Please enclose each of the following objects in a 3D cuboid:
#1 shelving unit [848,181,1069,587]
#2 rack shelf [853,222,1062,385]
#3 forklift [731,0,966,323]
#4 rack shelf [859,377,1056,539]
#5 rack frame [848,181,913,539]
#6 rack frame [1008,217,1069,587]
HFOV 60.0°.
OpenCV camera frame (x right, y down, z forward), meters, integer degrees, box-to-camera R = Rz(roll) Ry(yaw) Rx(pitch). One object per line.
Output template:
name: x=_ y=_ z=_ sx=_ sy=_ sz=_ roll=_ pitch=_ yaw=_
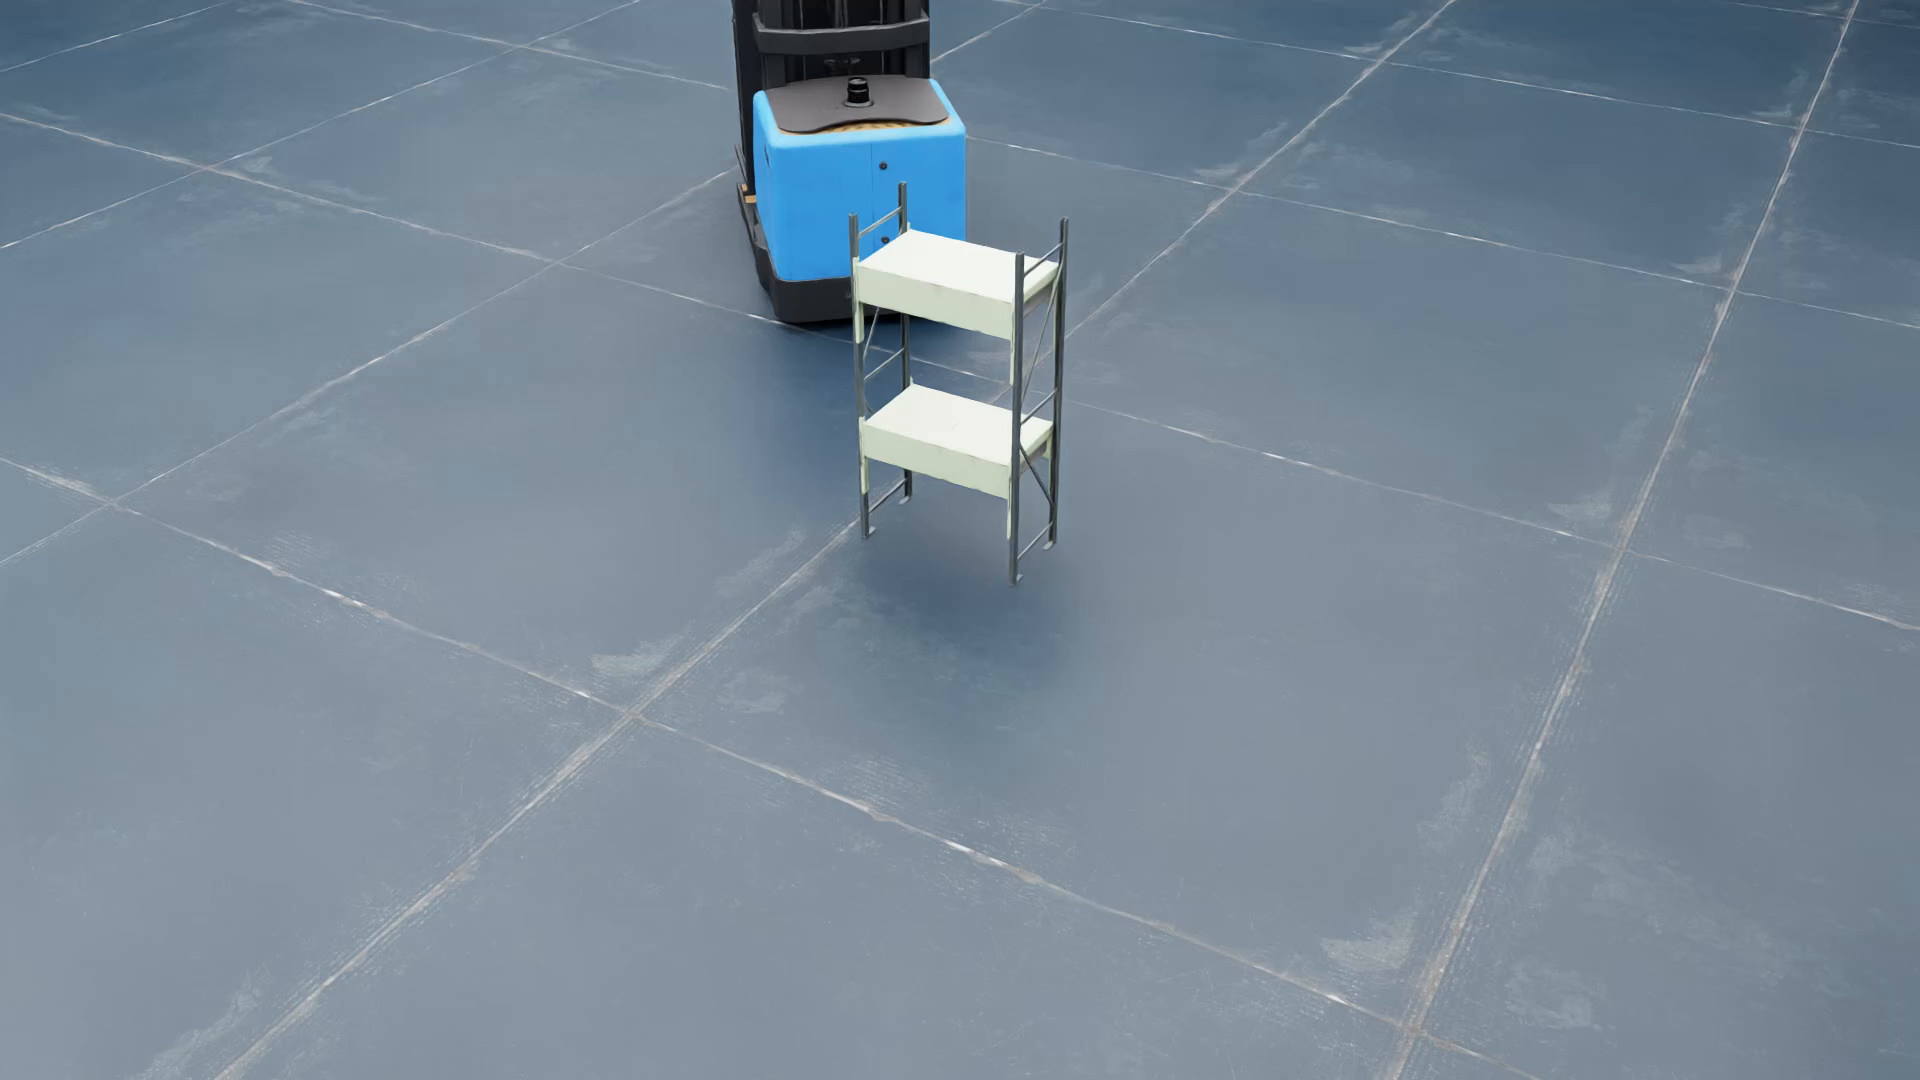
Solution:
shelving unit: x=-0.006 y=-0.626 z=6.837 sx=0.755 sy=1.500 sz=0.431 roll=18 pitch=37 yaw=24
rack shelf: x=-0.006 y=-0.951 z=6.621 sx=0.720 sy=0.370 sz=0.431 roll=18 pitch=37 yaw=24
forklift: x=-0.765 y=-3.187 z=9.392 sx=1.130 sy=2.935 sz=3.031 roll=-7 pitch=34 yaw=-10
rack shelf: x=-0.006 y=-0.355 z=7.018 sx=0.720 sy=0.370 sz=0.431 roll=18 pitch=37 yaw=24
rack frame: x=-0.324 y=-0.727 z=6.988 sx=0.023 sy=1.500 sz=0.400 roll=18 pitch=37 yaw=24
rack frame: x=0.312 y=-0.525 z=6.686 sx=0.023 sy=1.500 sz=0.400 roll=18 pitch=37 yaw=24
